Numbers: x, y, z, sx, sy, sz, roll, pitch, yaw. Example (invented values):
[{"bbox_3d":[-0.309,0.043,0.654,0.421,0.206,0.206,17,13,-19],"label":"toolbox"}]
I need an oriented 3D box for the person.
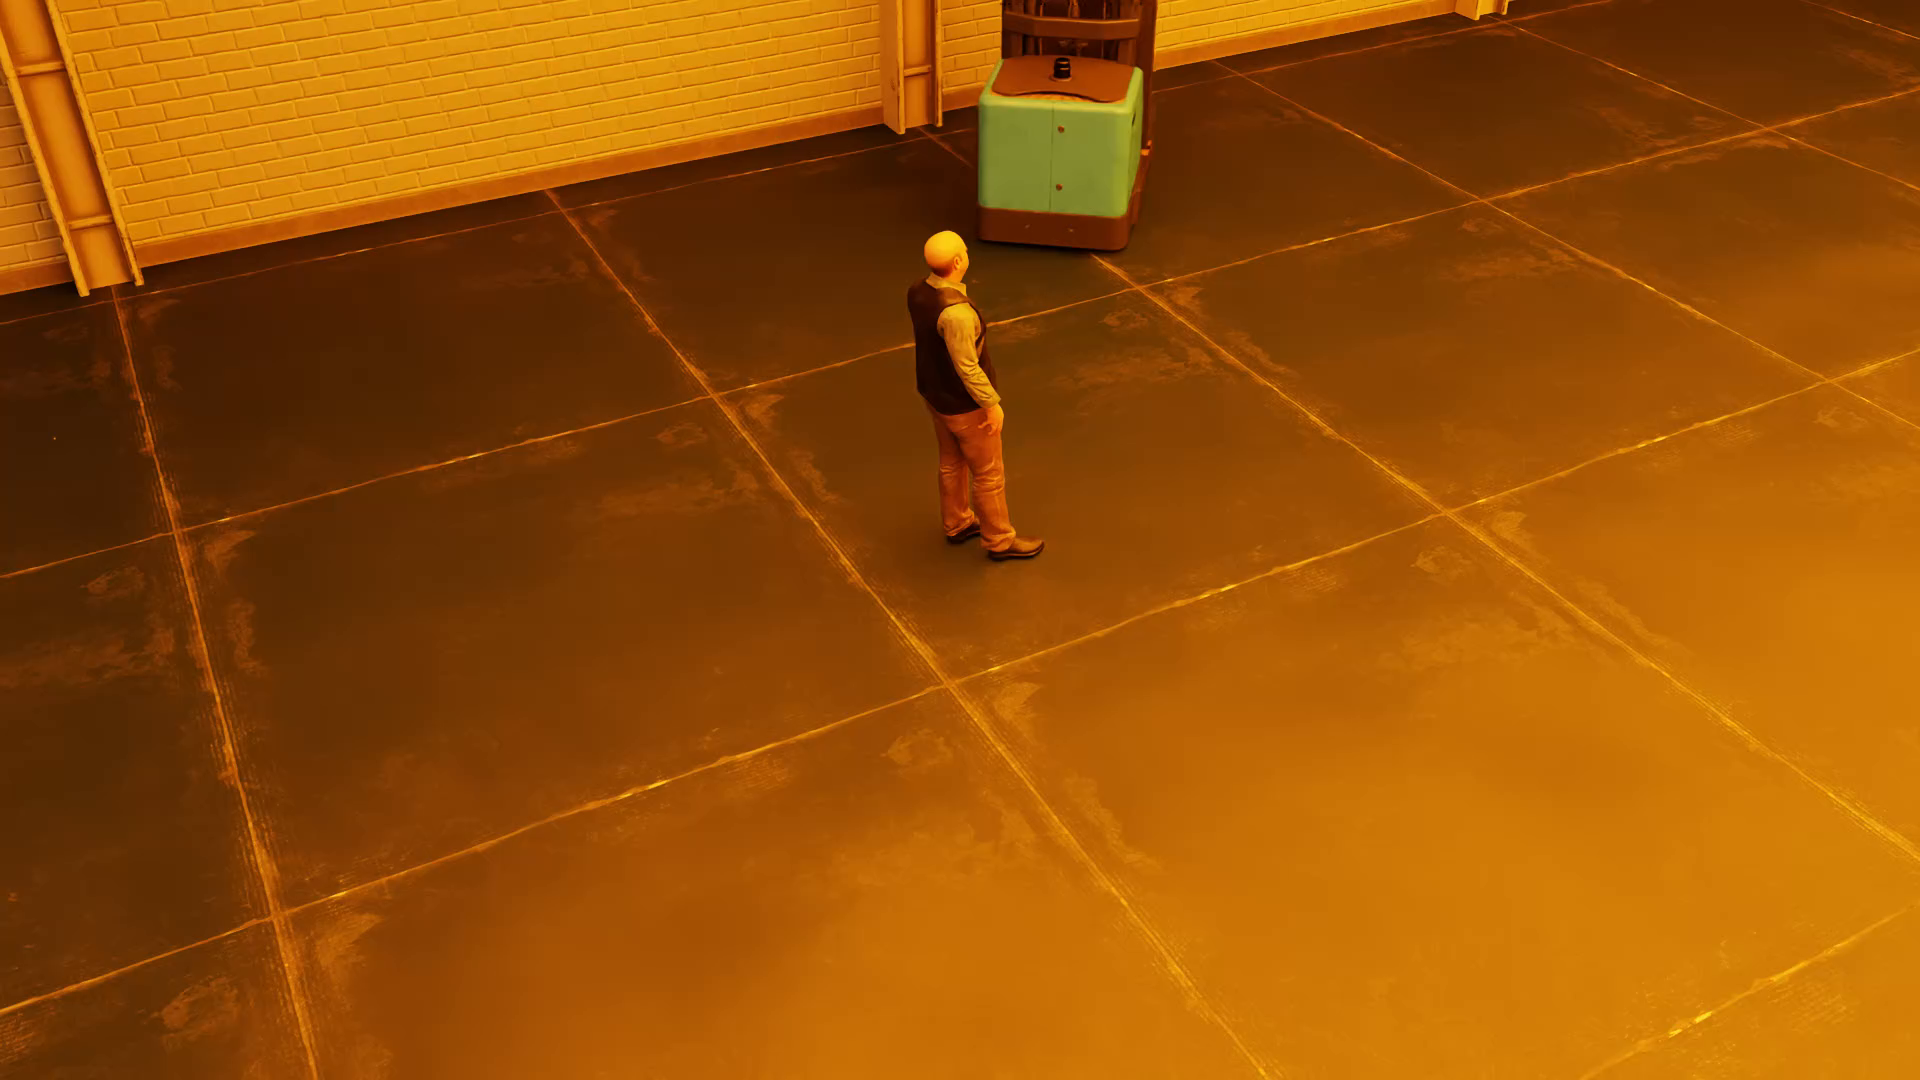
[{"bbox_3d":[0.058,-0.722,8.179,0.568,1.720,0.632,-17,39,-23],"label":"person"}]

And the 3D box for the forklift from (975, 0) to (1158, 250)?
[{"bbox_3d":[0.884,-4.015,11.803,1.130,2.935,3.031,6,36,9],"label":"forklift"}]
